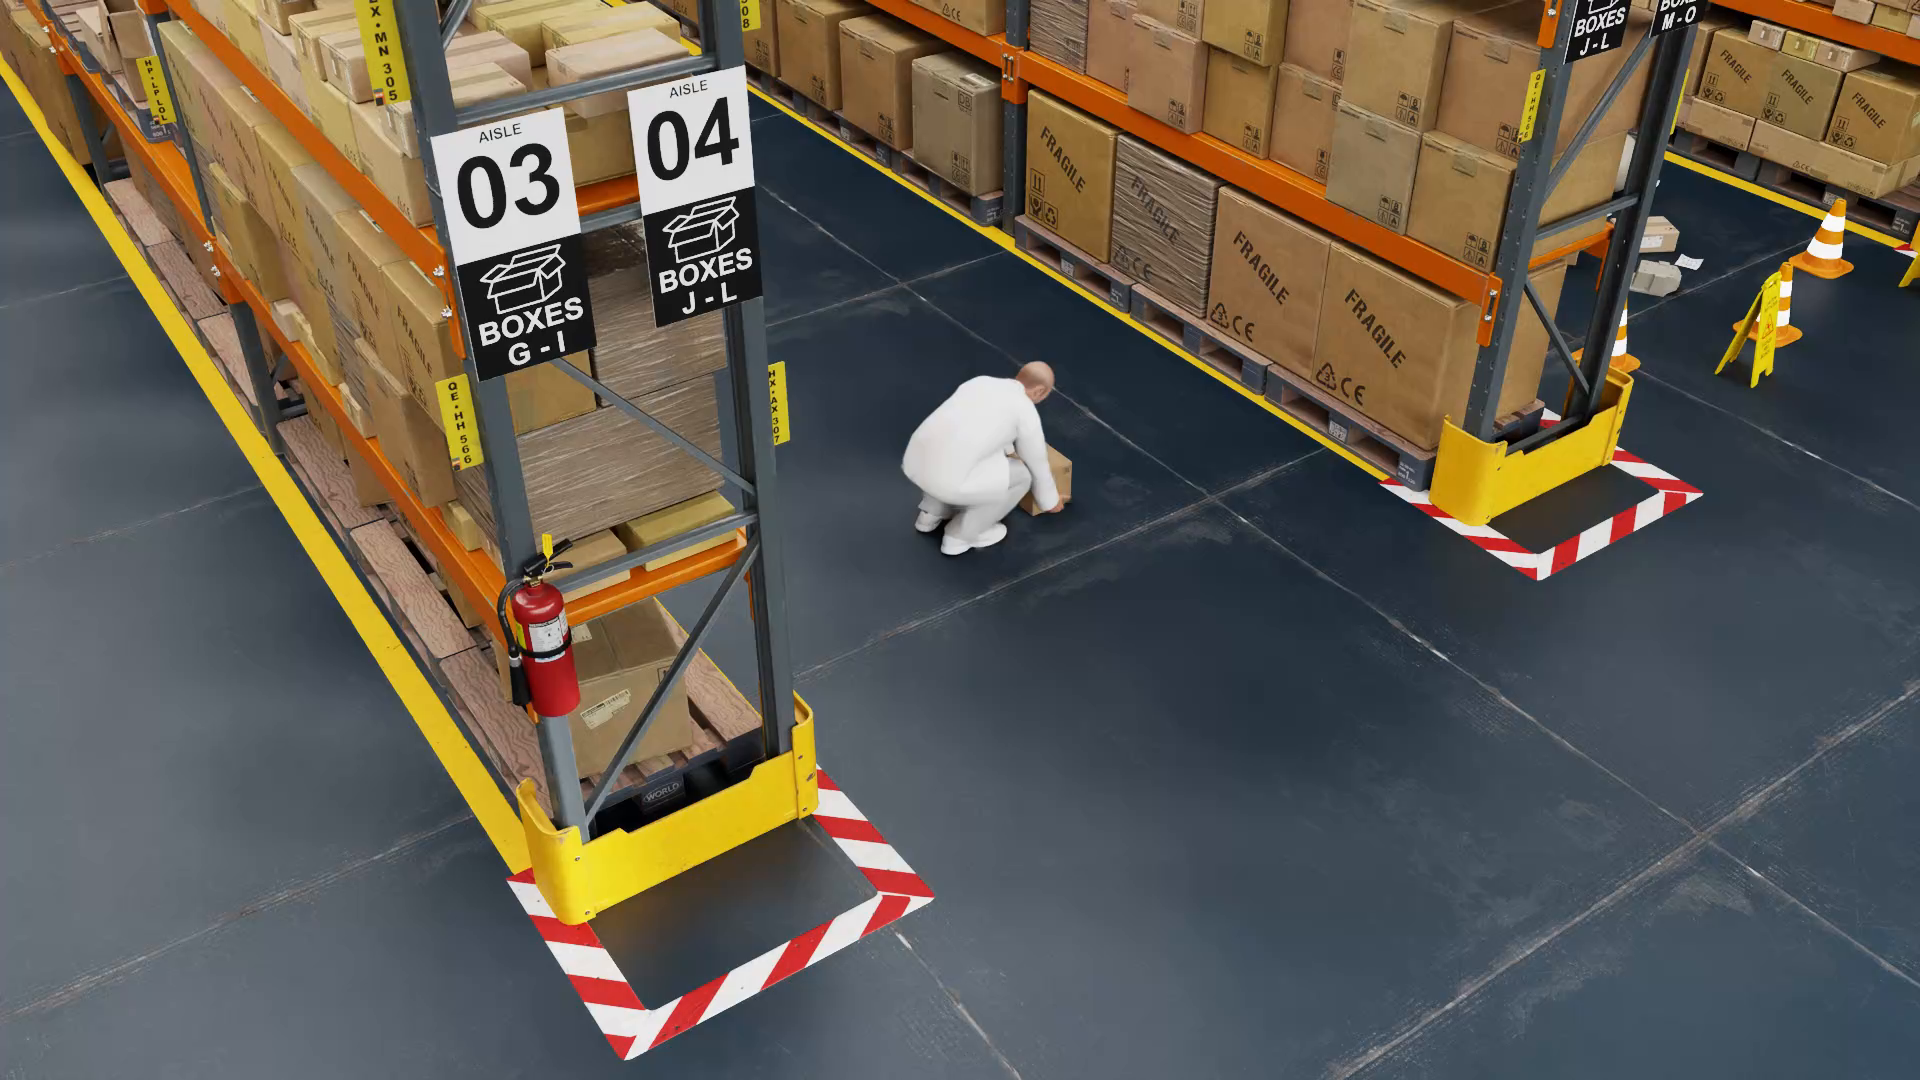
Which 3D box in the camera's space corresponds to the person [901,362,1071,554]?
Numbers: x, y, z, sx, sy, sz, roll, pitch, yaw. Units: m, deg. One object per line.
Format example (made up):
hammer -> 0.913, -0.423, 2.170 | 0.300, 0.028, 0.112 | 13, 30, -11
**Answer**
person -> 0.134, -0.385, 8.475 | 0.914, 0.820, 0.579 | -23, 42, -28
